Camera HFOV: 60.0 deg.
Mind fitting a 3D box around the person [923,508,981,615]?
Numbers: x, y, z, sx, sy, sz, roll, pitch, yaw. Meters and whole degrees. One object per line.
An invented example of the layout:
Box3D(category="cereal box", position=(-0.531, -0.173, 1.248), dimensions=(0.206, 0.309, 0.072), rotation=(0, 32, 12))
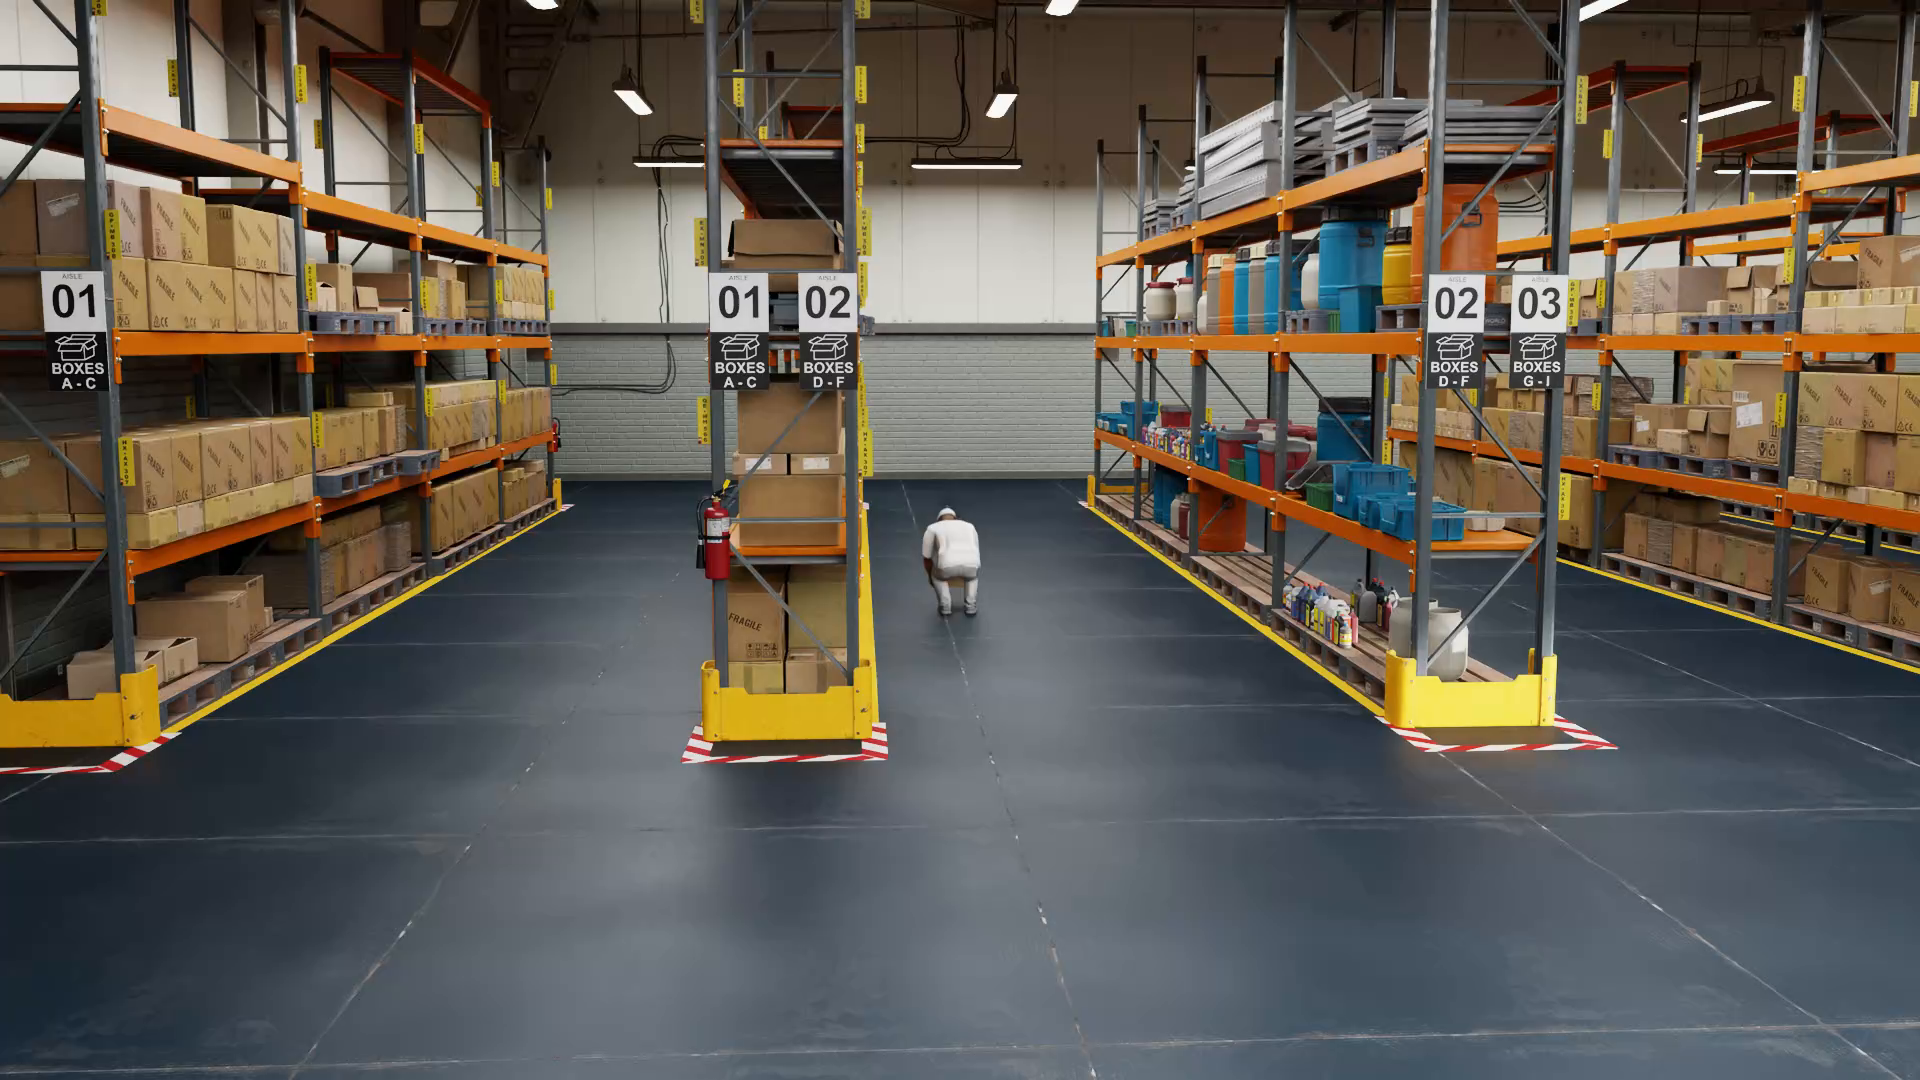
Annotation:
Box3D(category="person", position=(-0.082, 0.215, 16.987), dimensions=(0.583, 1.027, 0.896), rotation=(-1, 7, -5))
